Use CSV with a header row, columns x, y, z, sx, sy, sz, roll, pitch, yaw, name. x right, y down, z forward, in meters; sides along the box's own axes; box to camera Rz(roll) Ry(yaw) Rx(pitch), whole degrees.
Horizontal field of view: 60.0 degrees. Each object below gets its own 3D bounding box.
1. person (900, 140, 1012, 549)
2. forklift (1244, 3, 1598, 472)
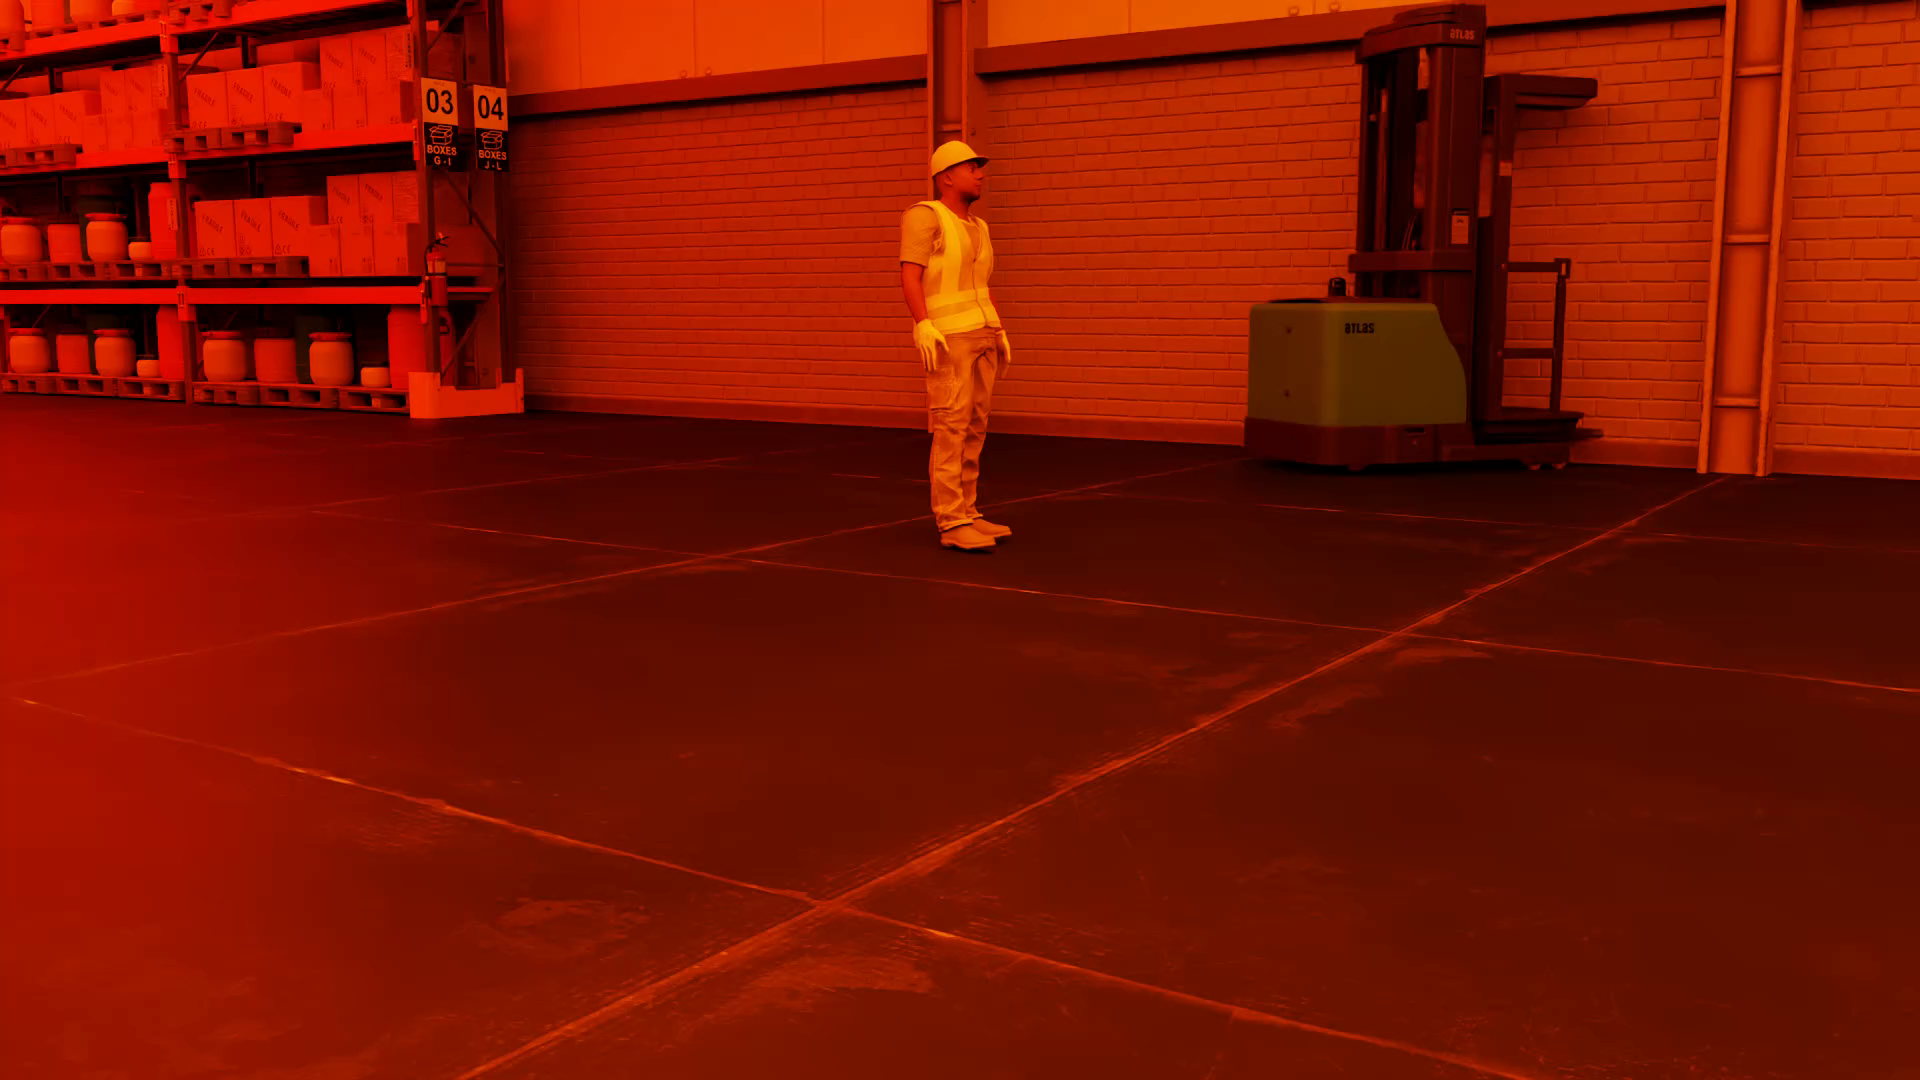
x,y,z,sx,sy,sz,roll,pitch,yaw,name
0.054,-0.883,7.430,0.577,1.782,0.656,5,10,34,person
3.487,-1.984,11.145,3.031,2.935,1.130,-3,9,-21,forklift
